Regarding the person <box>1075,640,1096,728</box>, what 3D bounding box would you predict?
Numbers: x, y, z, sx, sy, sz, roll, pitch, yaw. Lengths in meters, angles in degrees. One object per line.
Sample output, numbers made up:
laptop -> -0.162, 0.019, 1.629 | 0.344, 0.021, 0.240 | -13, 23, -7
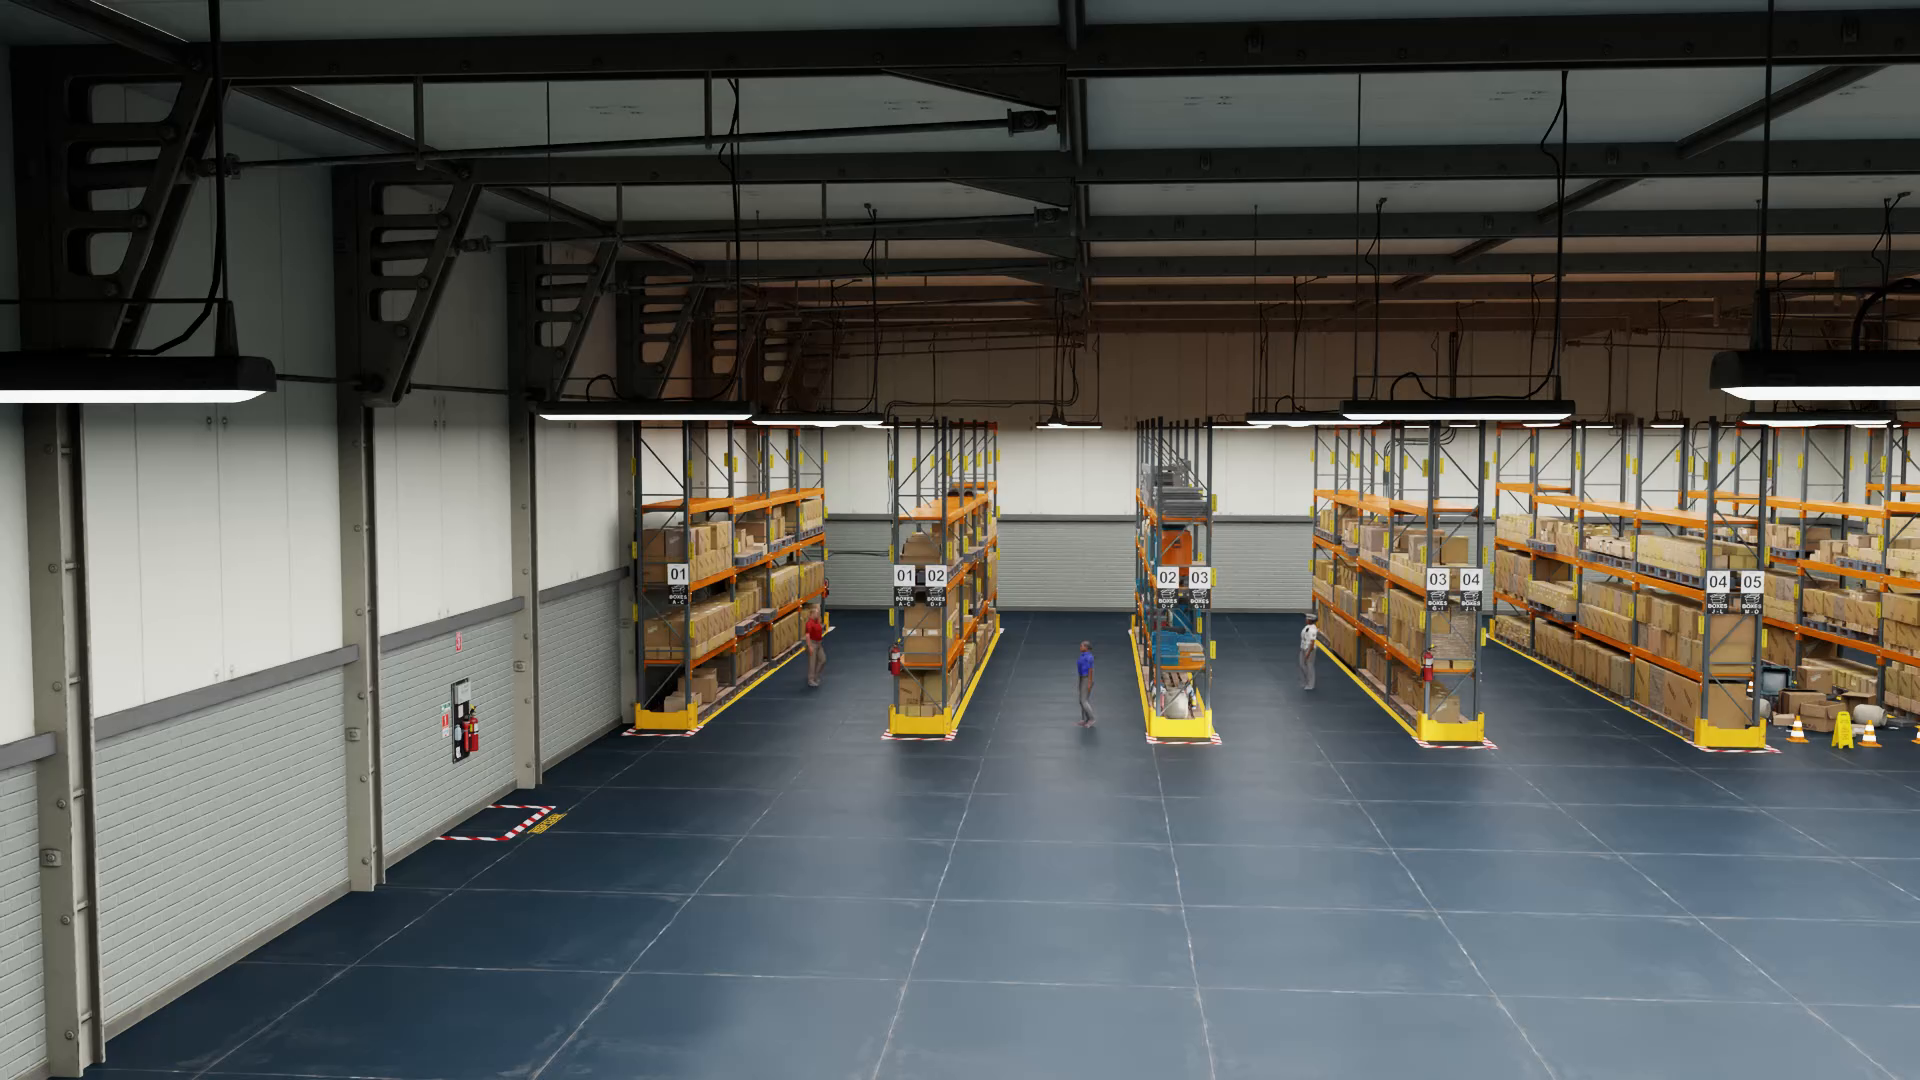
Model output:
person -> 2.433, 2.788, 32.303 | 0.356, 1.682, 0.497 | -1, 4, -11

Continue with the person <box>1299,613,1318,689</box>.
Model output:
person -> 7.760, 2.486, 37.053 | 0.377, 1.711, 0.544 | -1, 4, -16

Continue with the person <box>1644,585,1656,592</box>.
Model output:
person -> 17.971, 2.012, 43.336 | 0.644, 1.805, 0.610 | -1, 4, -20

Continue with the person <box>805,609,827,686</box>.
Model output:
person -> -3.304, 2.445, 37.539 | 0.387, 1.783, 0.627 | 2, 4, 24
